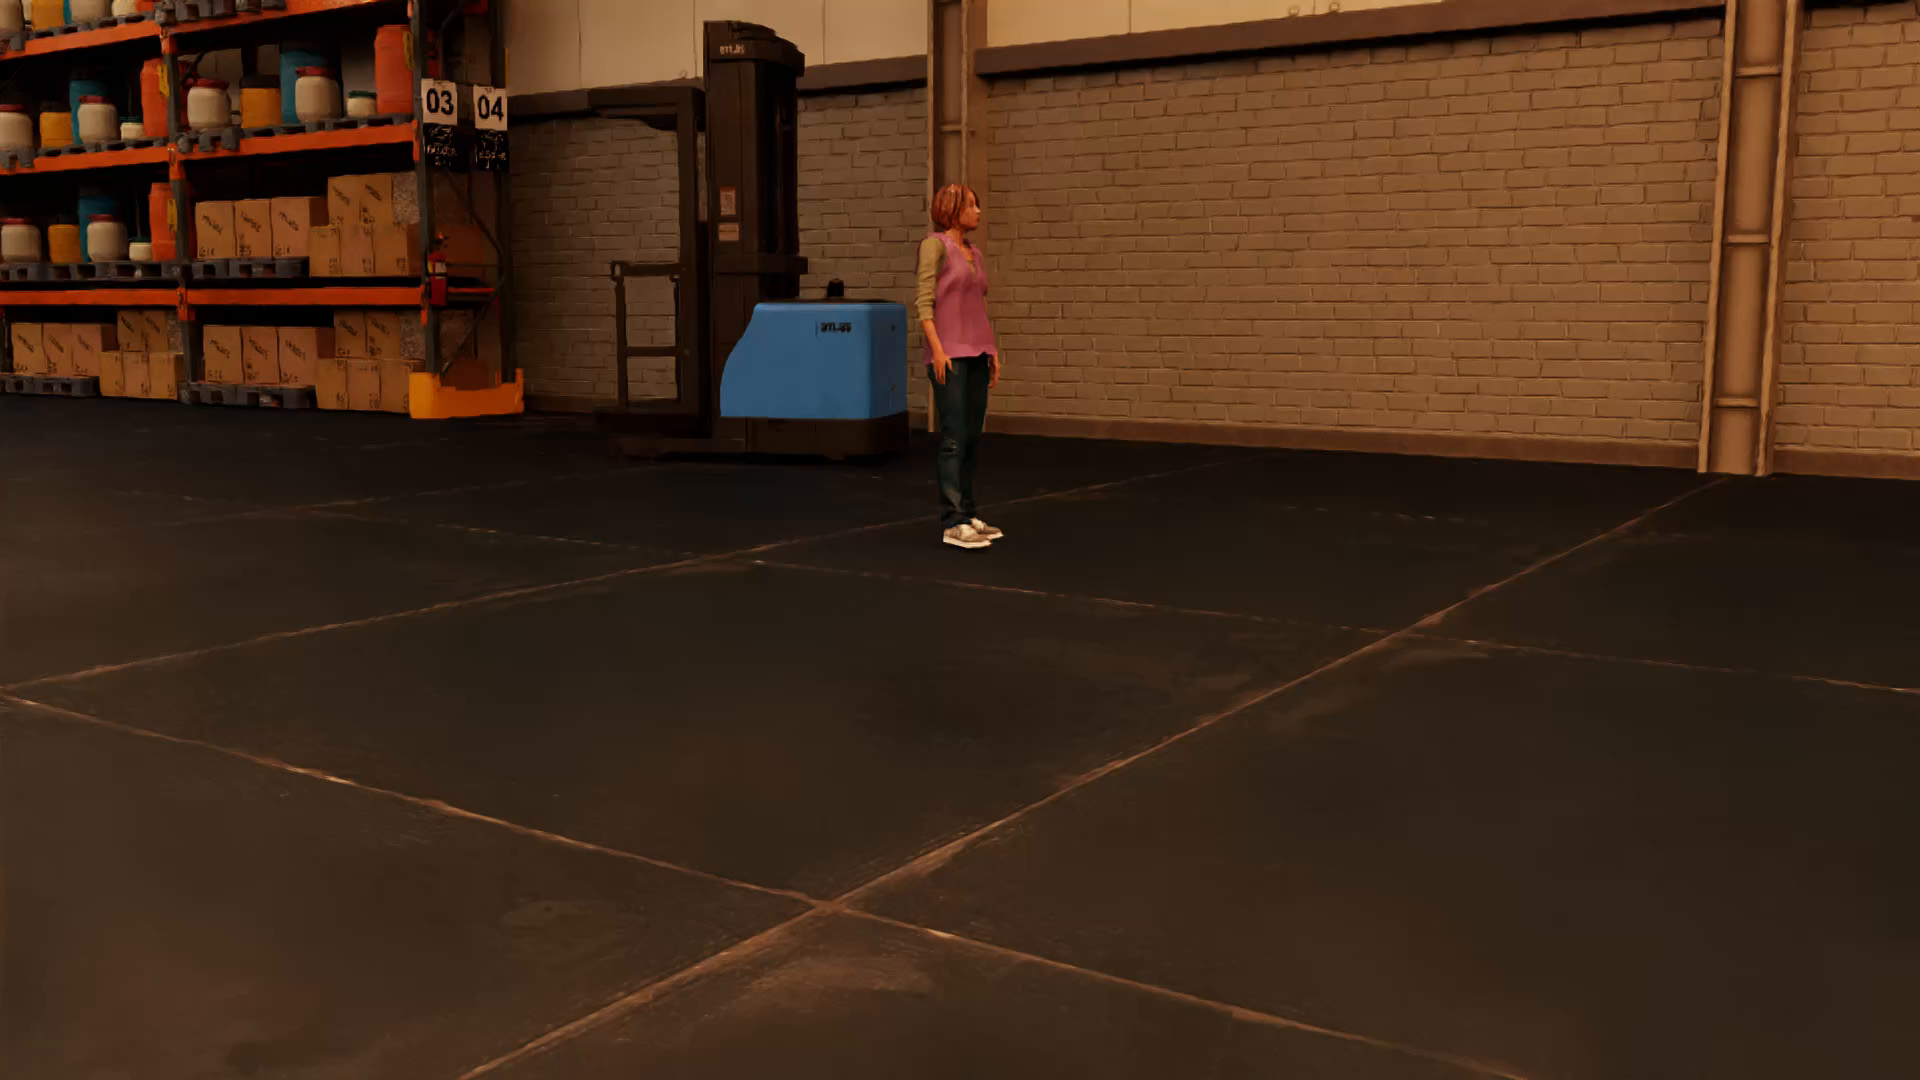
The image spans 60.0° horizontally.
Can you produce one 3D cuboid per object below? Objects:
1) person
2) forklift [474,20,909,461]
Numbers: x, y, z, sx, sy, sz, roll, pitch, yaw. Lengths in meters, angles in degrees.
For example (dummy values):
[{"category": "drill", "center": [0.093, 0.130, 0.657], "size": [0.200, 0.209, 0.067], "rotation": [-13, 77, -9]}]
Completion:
[{"category": "person", "center": [0.054, -0.790, 7.438], "size": [0.474, 1.597, 0.520], "rotation": [5, 10, 34]}, {"category": "forklift", "center": [-1.939, -2.063, 11.700], "size": [3.031, 2.935, 1.130], "rotation": [2, 8, 14]}]
